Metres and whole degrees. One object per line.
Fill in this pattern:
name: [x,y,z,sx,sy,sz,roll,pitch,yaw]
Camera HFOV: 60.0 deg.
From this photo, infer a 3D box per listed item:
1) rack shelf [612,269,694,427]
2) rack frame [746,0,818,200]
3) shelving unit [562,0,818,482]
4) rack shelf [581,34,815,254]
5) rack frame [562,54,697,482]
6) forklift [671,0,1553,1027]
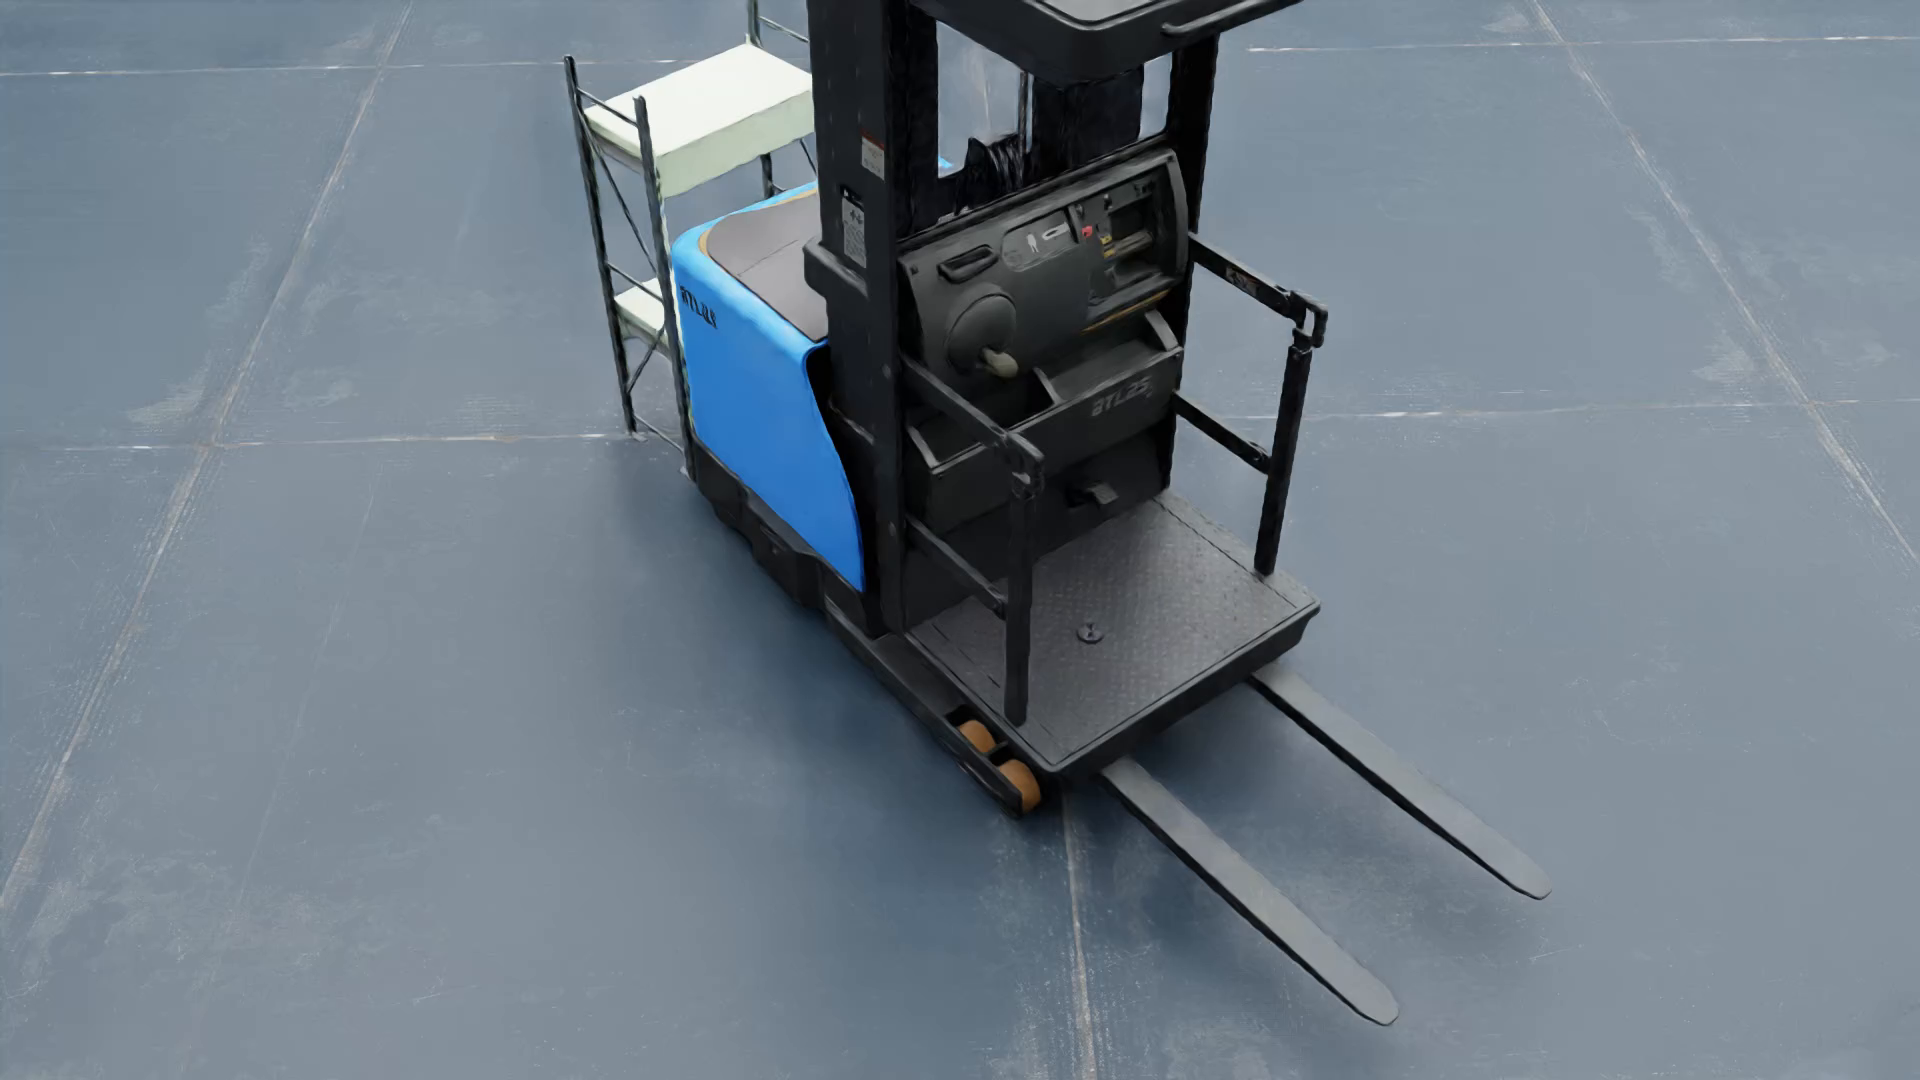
rack shelf: [-0.829,-0.794,5.989,0.720,0.370,0.431,-34,52,-31]
rack frame: [-0.570,-1.209,5.959,0.023,1.500,0.400,-34,52,-31]
shelving unit: [-0.829,-1.034,5.769,0.755,1.500,0.431,-34,52,-31]
rack shelf: [-0.829,-1.322,5.505,0.720,0.370,0.431,-34,52,-31]
rack frame: [-1.089,-0.860,5.578,0.023,1.500,0.400,-34,52,-31]
forklift: [0.380,-0.657,4.298,1.130,2.935,3.031,-28,49,-27]
